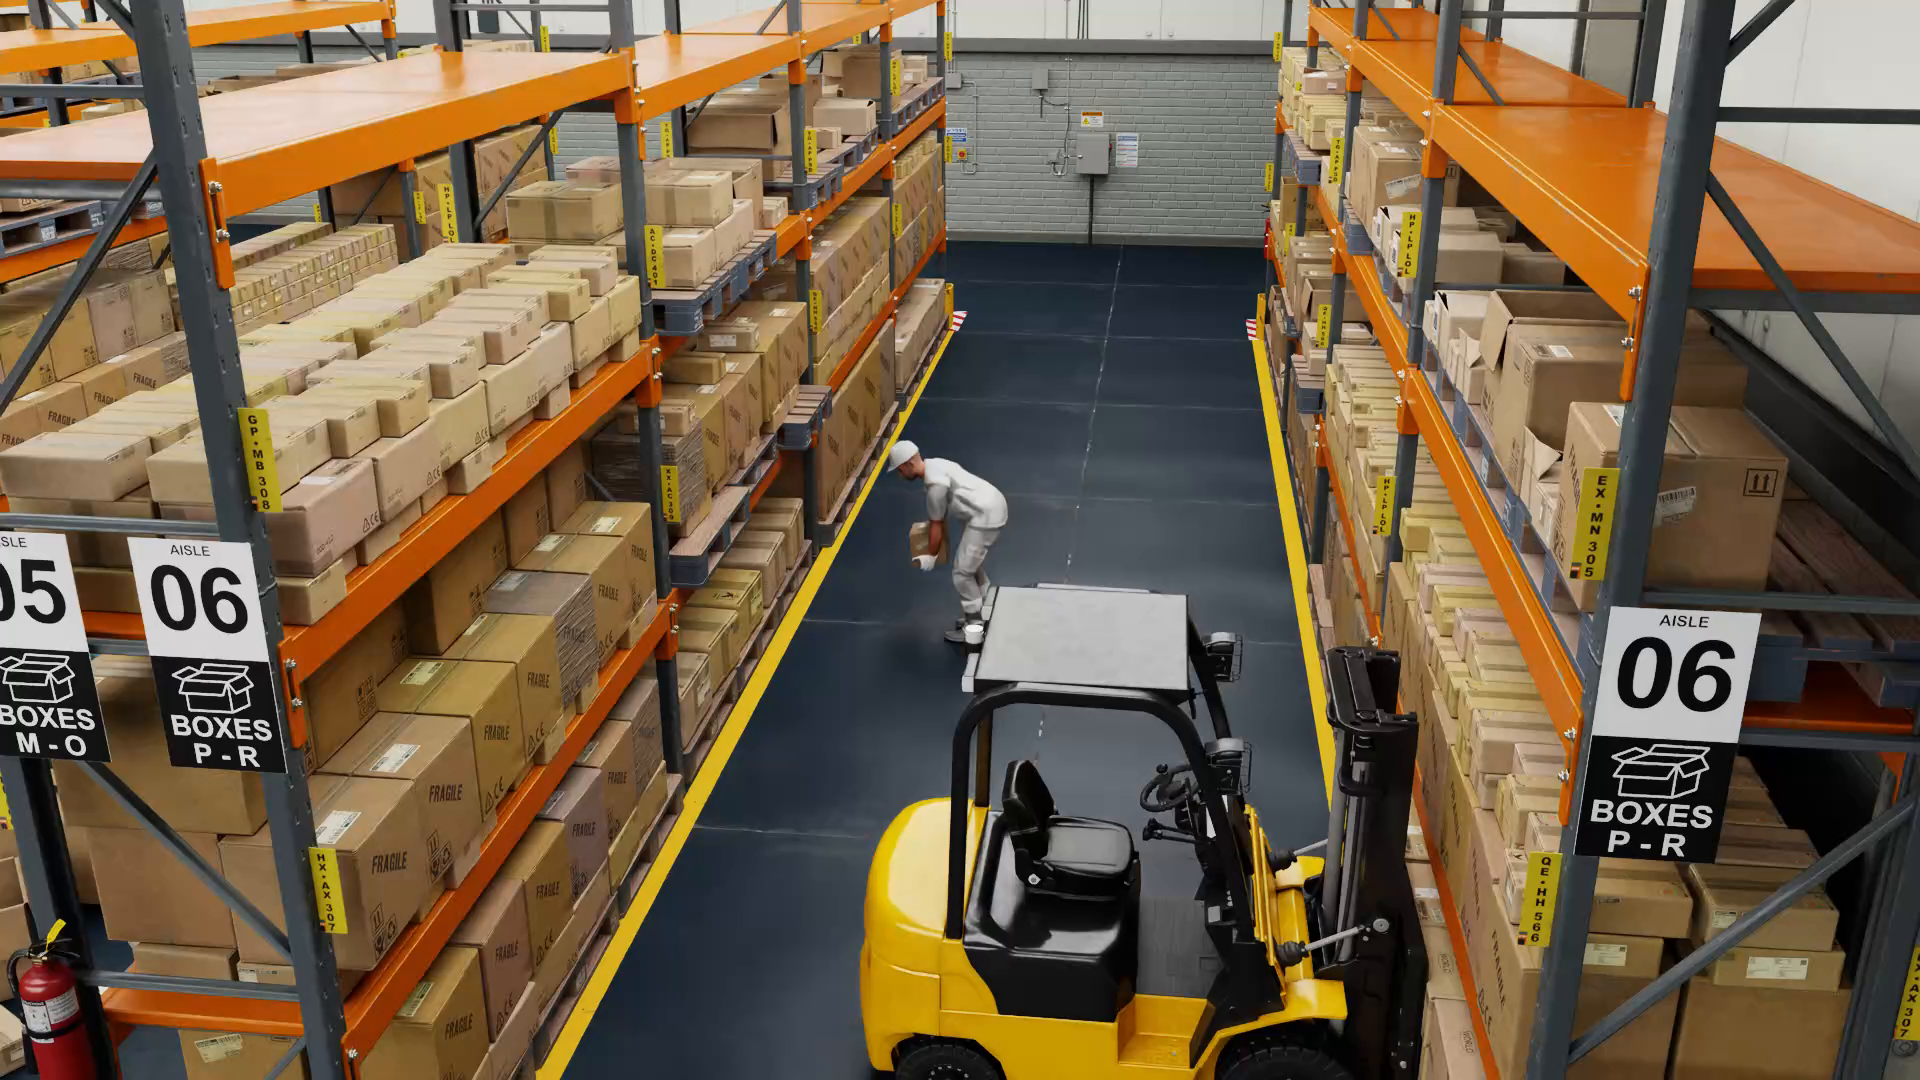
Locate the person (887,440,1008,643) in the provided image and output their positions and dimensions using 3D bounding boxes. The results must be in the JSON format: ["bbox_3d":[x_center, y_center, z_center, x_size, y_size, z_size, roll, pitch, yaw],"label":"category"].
[{"bbox_3d":[-0.089,-0.001,11.924,0.856,1.472,0.482,2,21,5],"label":"person"}]
